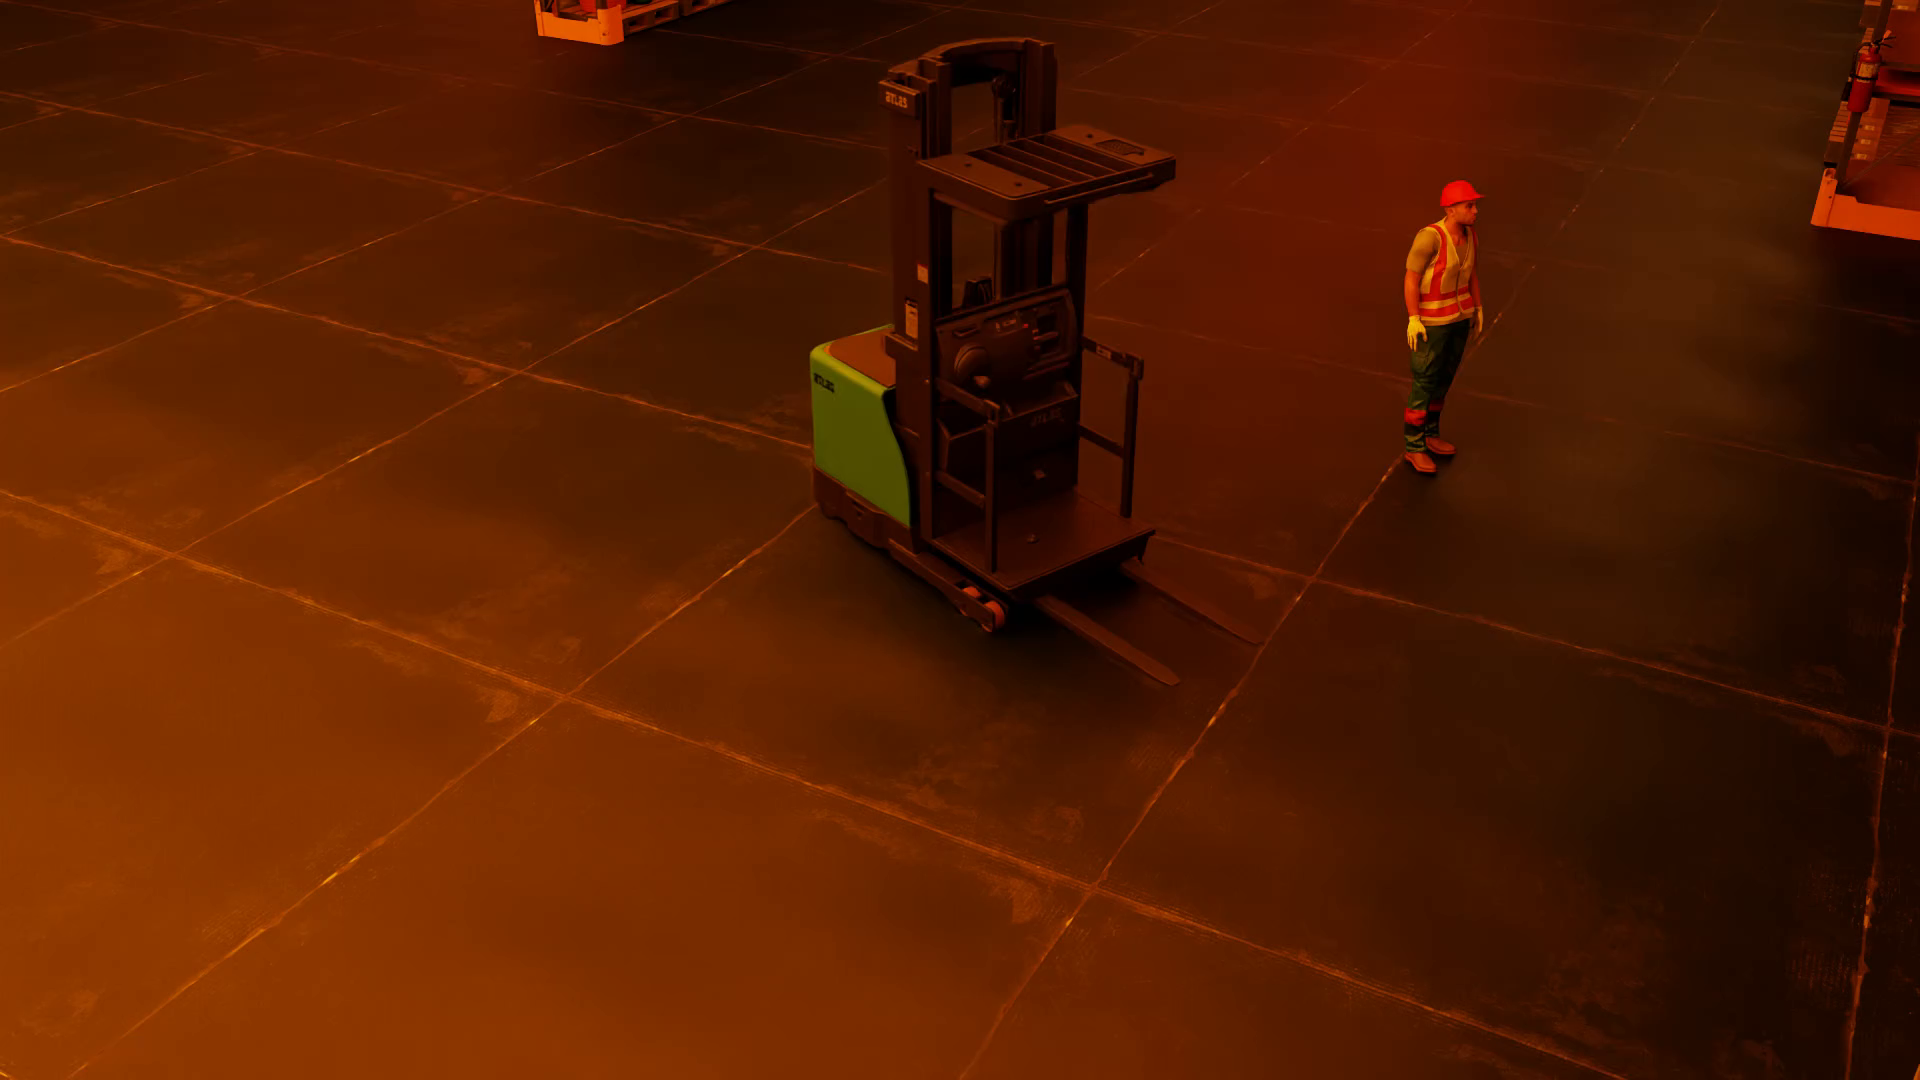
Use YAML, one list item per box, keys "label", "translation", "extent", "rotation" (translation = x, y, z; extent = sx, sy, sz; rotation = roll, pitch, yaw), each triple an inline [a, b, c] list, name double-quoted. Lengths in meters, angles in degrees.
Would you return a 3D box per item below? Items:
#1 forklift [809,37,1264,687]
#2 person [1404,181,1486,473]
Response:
- label: "forklift"
  translation: [0.393, -1.047, 8.885]
  extent: [1.130, 2.935, 3.031]
  rotation: [-21, 36, -32]
- label: "person"
  translation: [3.120, -1.368, 10.569]
  extent: [0.638, 1.786, 0.566]
  rotation: [-17, 34, -27]
